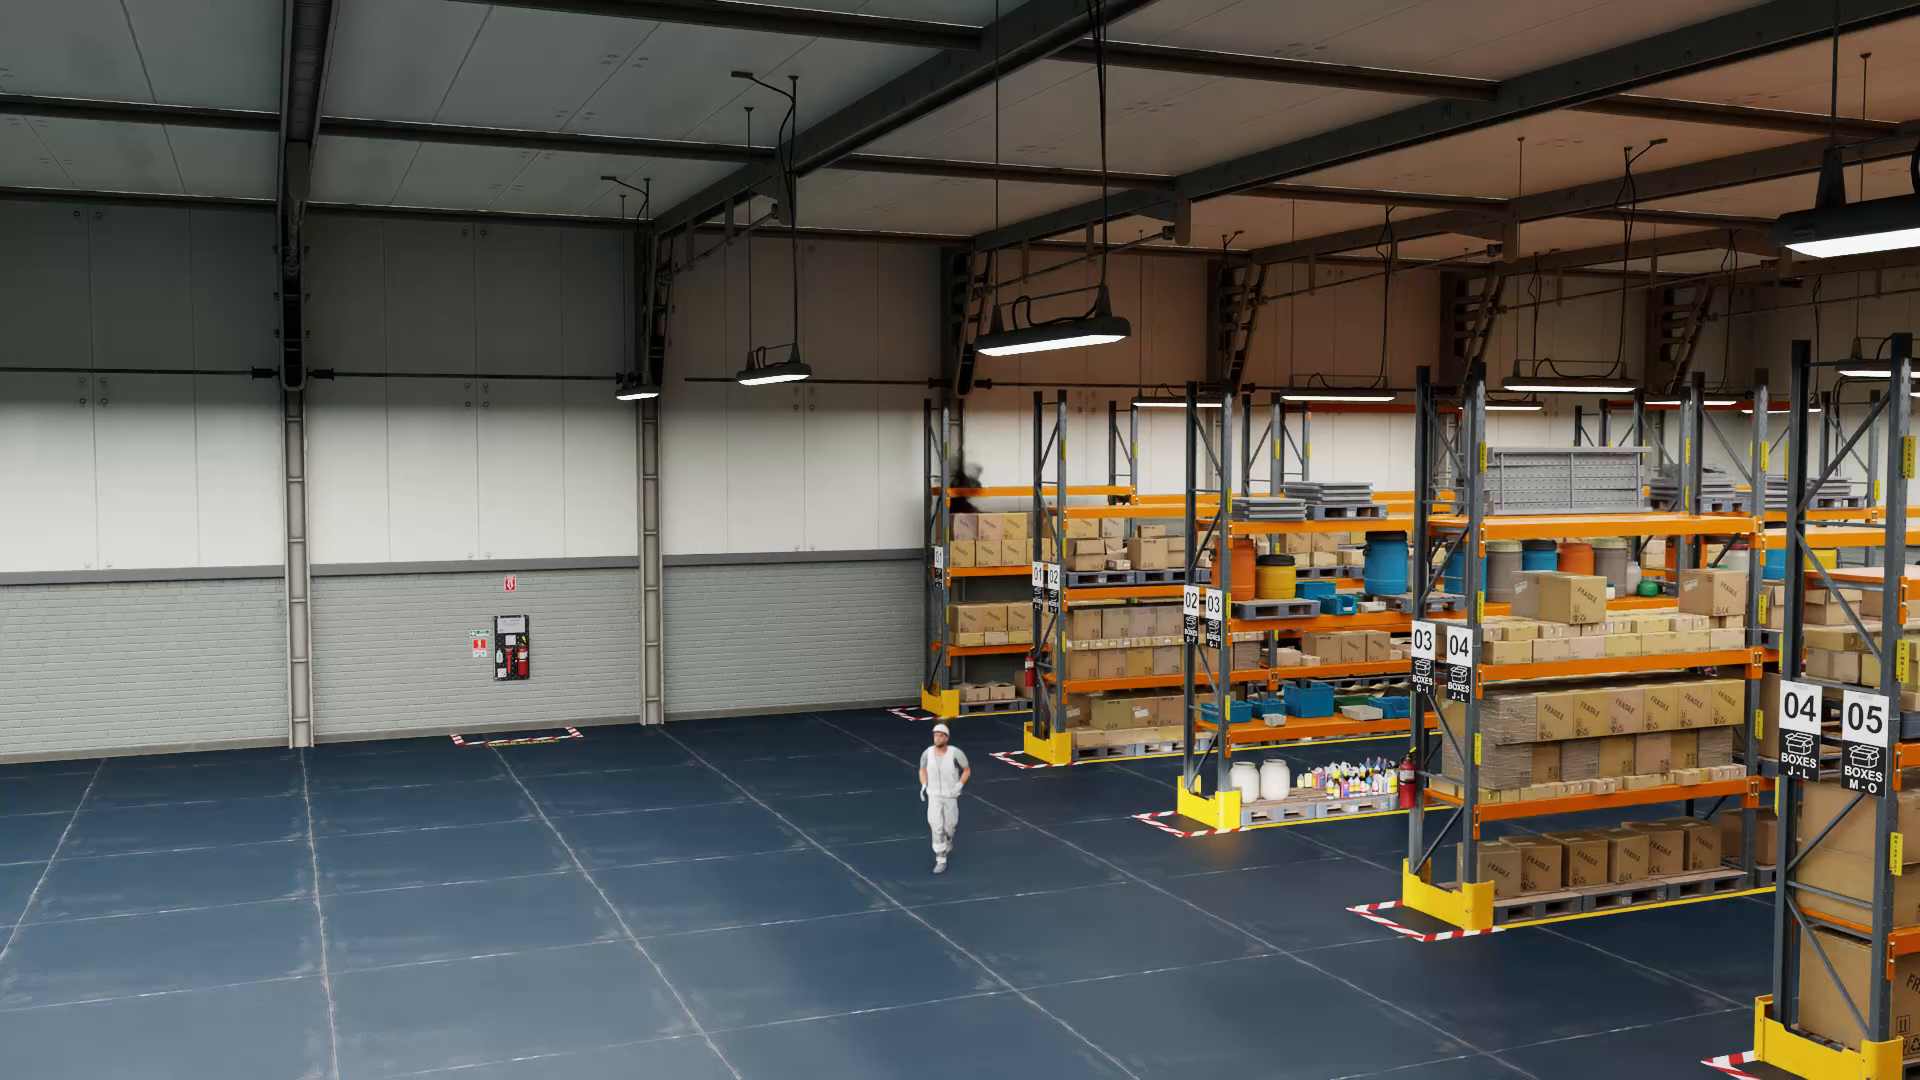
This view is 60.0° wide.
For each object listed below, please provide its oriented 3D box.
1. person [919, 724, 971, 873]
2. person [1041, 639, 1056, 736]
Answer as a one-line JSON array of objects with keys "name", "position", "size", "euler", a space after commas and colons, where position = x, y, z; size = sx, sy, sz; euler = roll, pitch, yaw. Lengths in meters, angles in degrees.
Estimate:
[{"name": "person", "position": [-0.199, 3.105, 20.169], "size": [0.650, 1.760, 0.700], "euler": [1, 3, 10]}, {"name": "person", "position": [1.644, 2.593, 29.116], "size": [0.865, 1.718, 0.658], "euler": [-2, 4, -34]}]
